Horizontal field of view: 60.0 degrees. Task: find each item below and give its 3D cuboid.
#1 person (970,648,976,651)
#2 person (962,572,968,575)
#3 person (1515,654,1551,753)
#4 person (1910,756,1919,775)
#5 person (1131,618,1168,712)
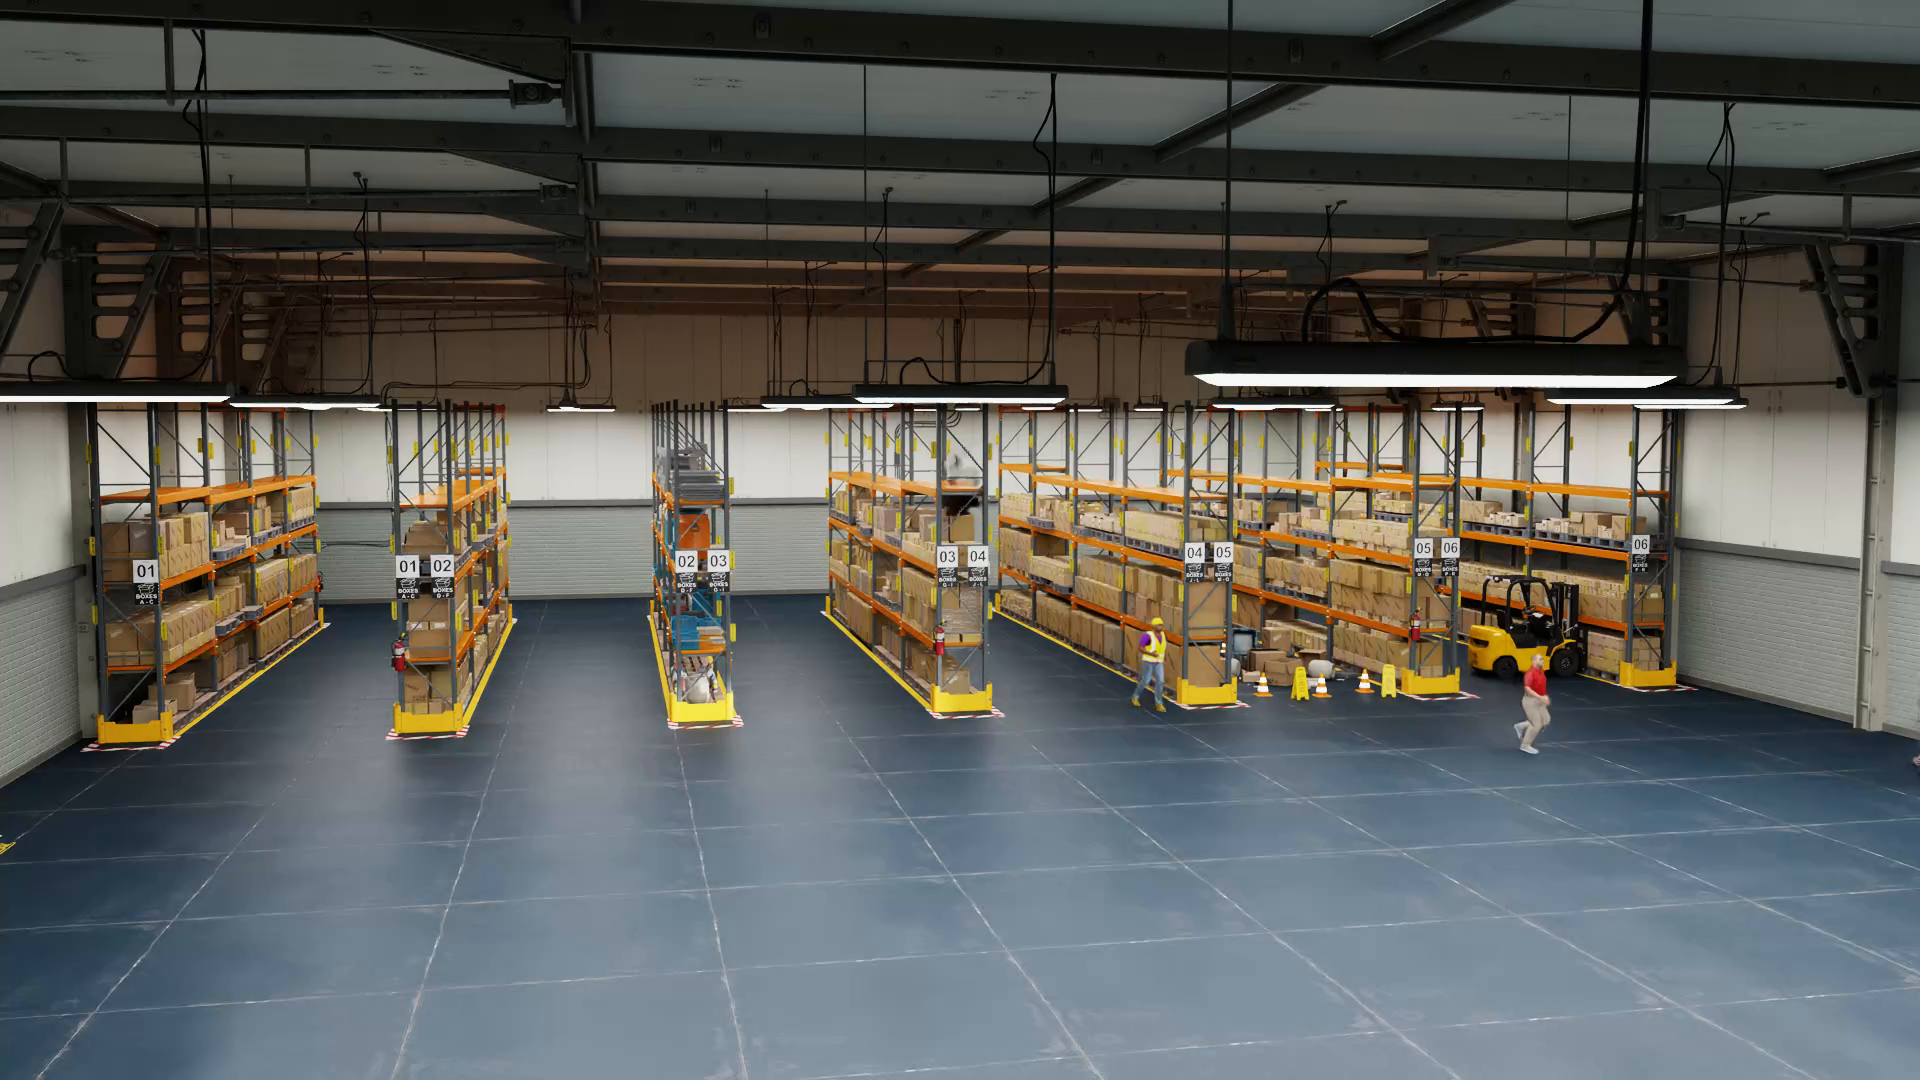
[{"bbox_3d":[0.250,1.828,40.445,0.581,1.664,0.877,-1,5,-18],"label":"person"},{"bbox_3d":[0.015,1.226,48.950,0.671,1.622,0.568,2,5,28],"label":"person"},{"bbox_3d":[9.749,2.762,28.250,0.668,1.691,0.684,3,5,38],"label":"person"},{"bbox_3d":[15.064,2.966,25.567,0.756,1.700,0.663,3,5,35],"label":"person"},{"bbox_3d":[3.783,2.409,32.386,0.750,1.802,0.854,-2,5,-29],"label":"person"}]
